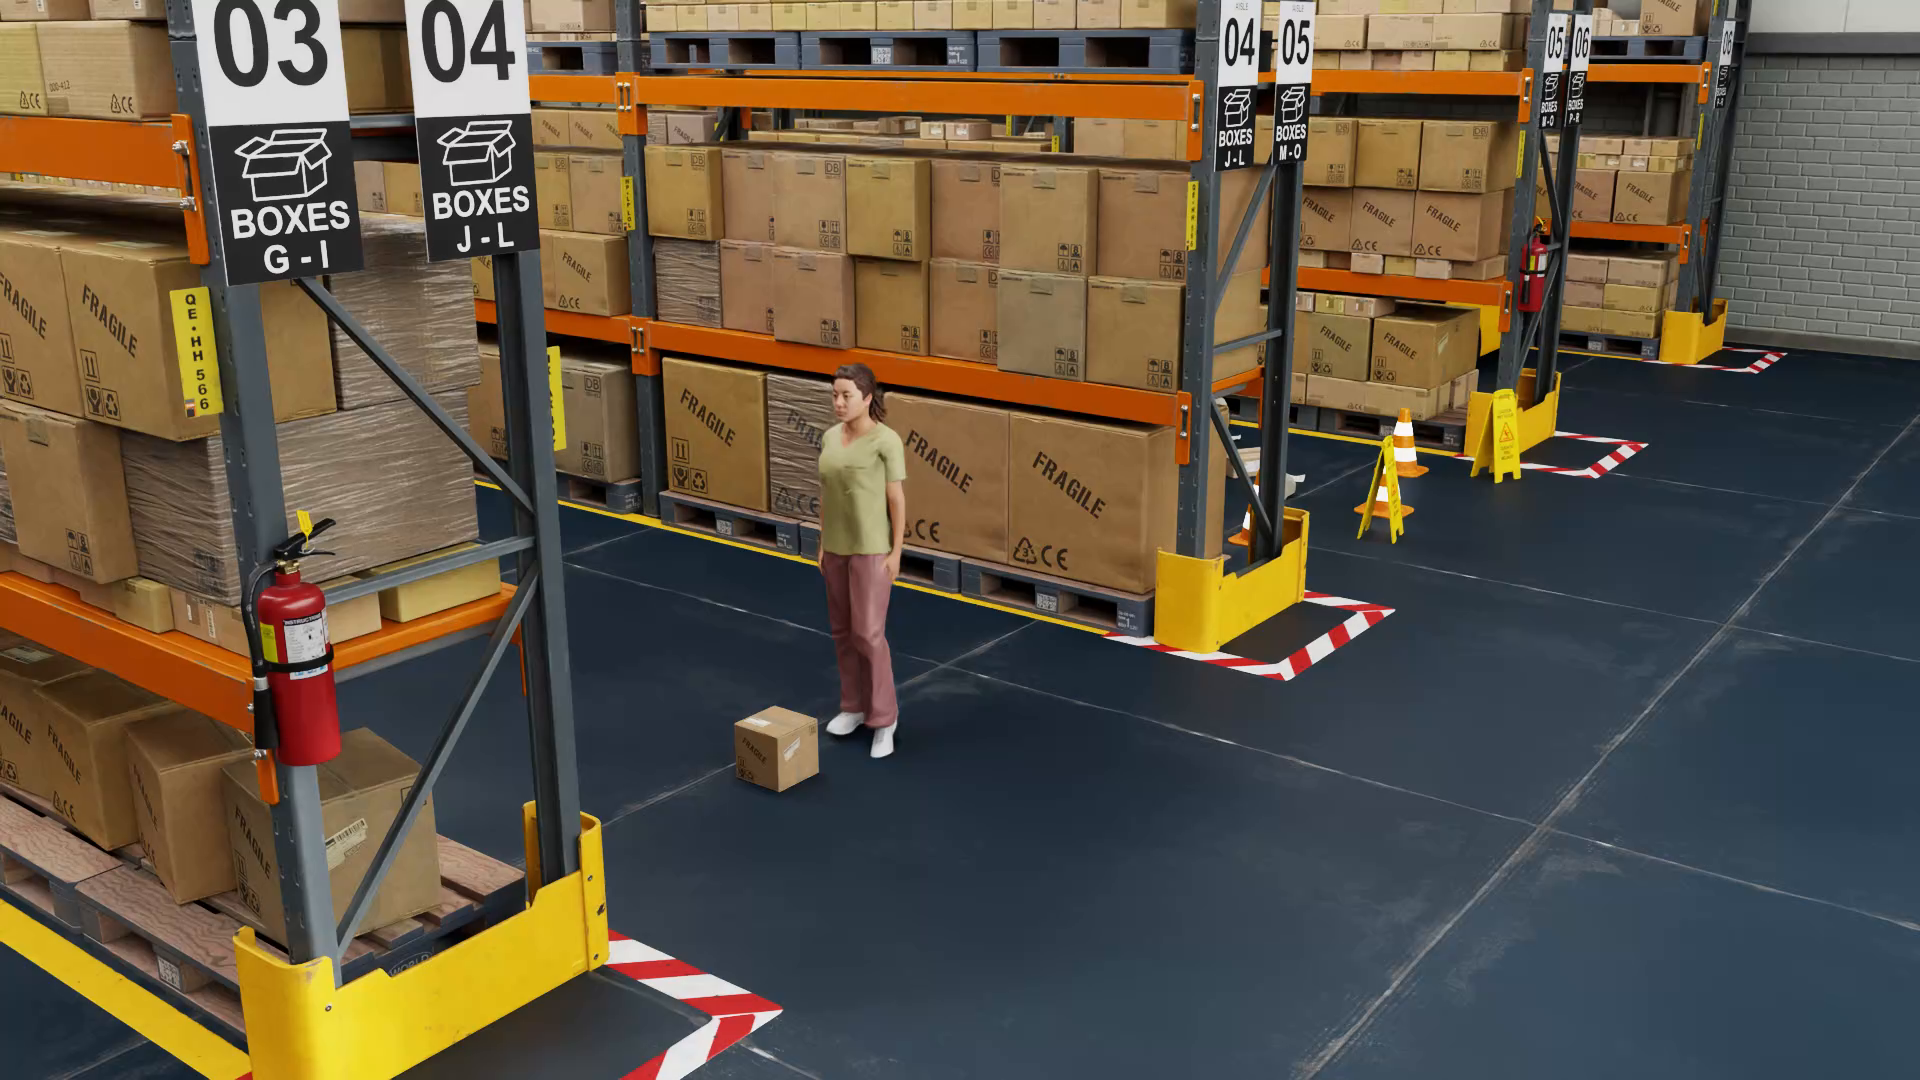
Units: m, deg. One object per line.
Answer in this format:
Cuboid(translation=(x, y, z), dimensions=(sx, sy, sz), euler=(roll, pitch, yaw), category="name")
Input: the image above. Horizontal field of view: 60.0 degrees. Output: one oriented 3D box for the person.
Cuboid(translation=(-0.439, 0.081, 7.311), dimensions=(0.501, 1.717, 0.401), euler=(11, 20, 34), category="person")
